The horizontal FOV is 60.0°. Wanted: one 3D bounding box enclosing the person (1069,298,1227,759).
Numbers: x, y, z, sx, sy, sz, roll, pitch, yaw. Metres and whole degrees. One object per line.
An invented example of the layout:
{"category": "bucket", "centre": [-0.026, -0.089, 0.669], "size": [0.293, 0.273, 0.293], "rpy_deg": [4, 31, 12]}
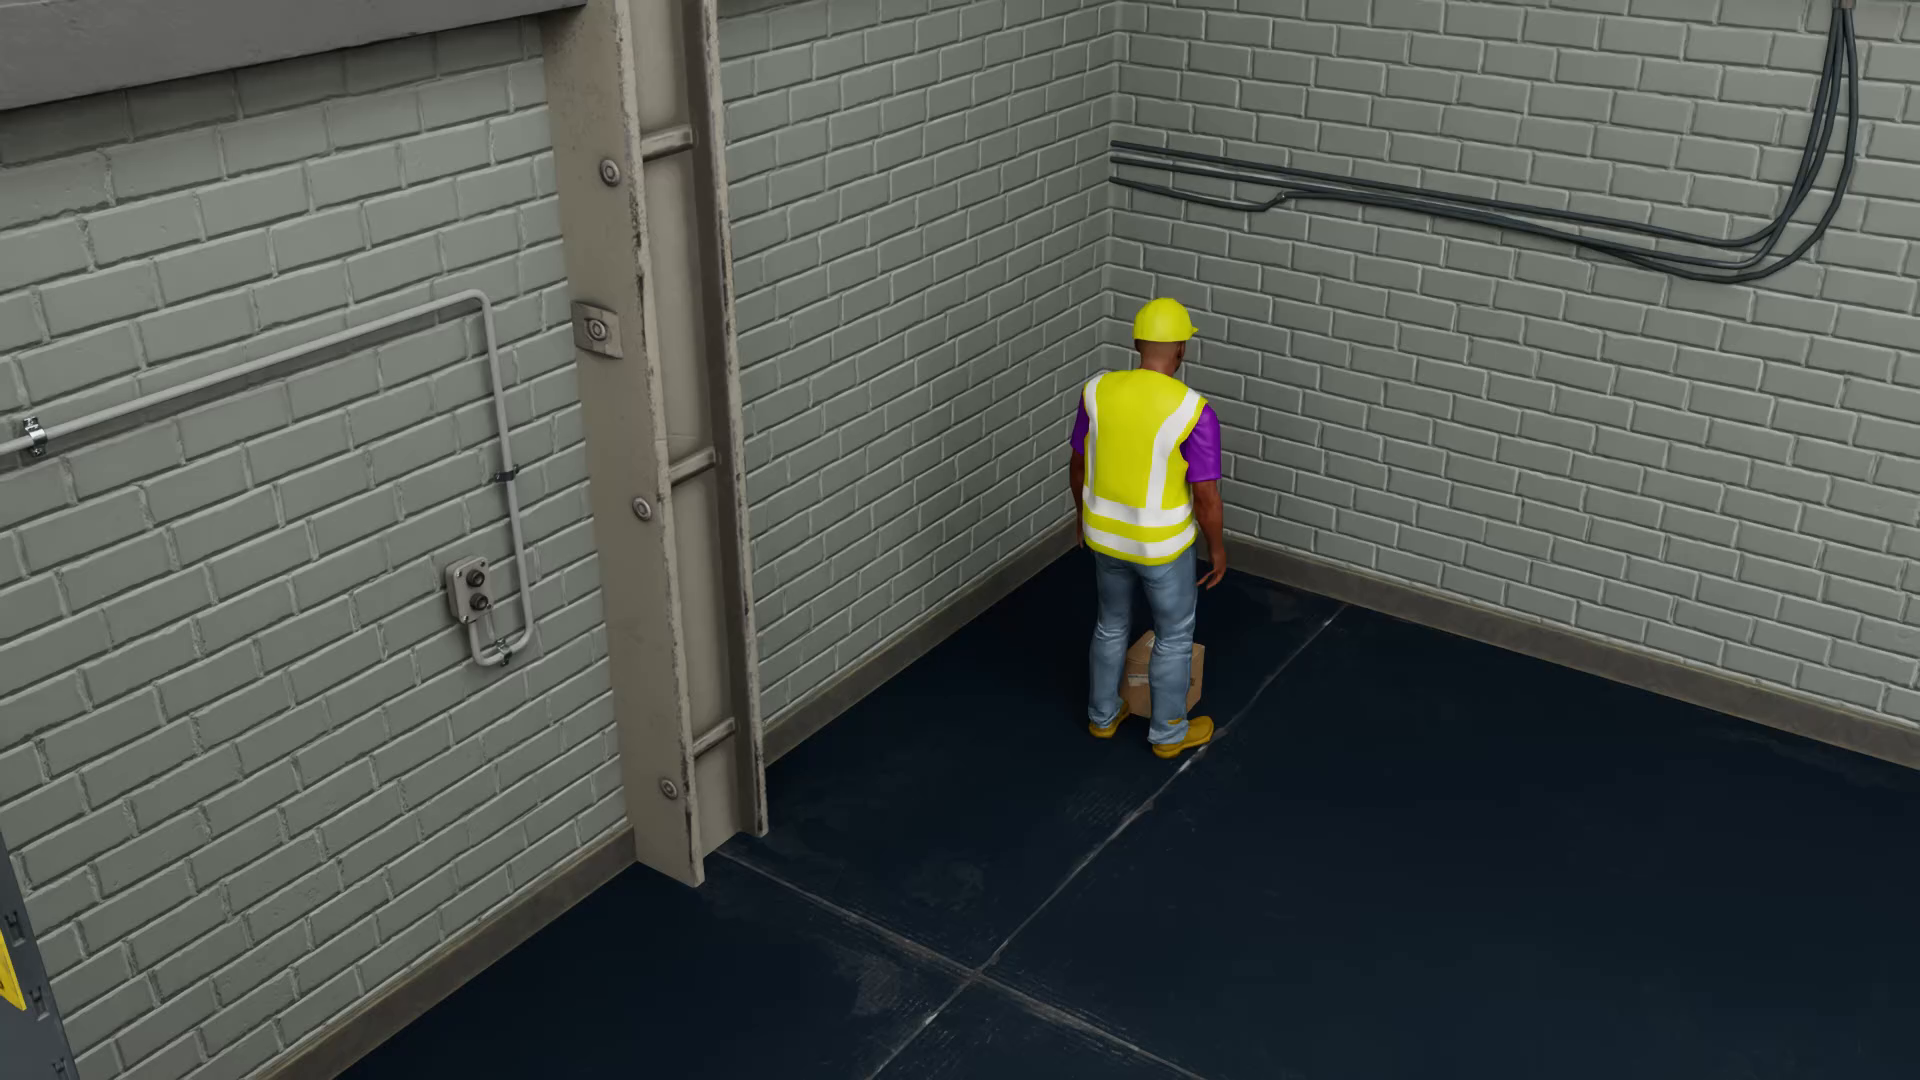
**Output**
{"category": "person", "centre": [0.695, -0.030, 6.159], "size": [0.628, 1.757, 0.457], "rpy_deg": [17, 32, 31]}
